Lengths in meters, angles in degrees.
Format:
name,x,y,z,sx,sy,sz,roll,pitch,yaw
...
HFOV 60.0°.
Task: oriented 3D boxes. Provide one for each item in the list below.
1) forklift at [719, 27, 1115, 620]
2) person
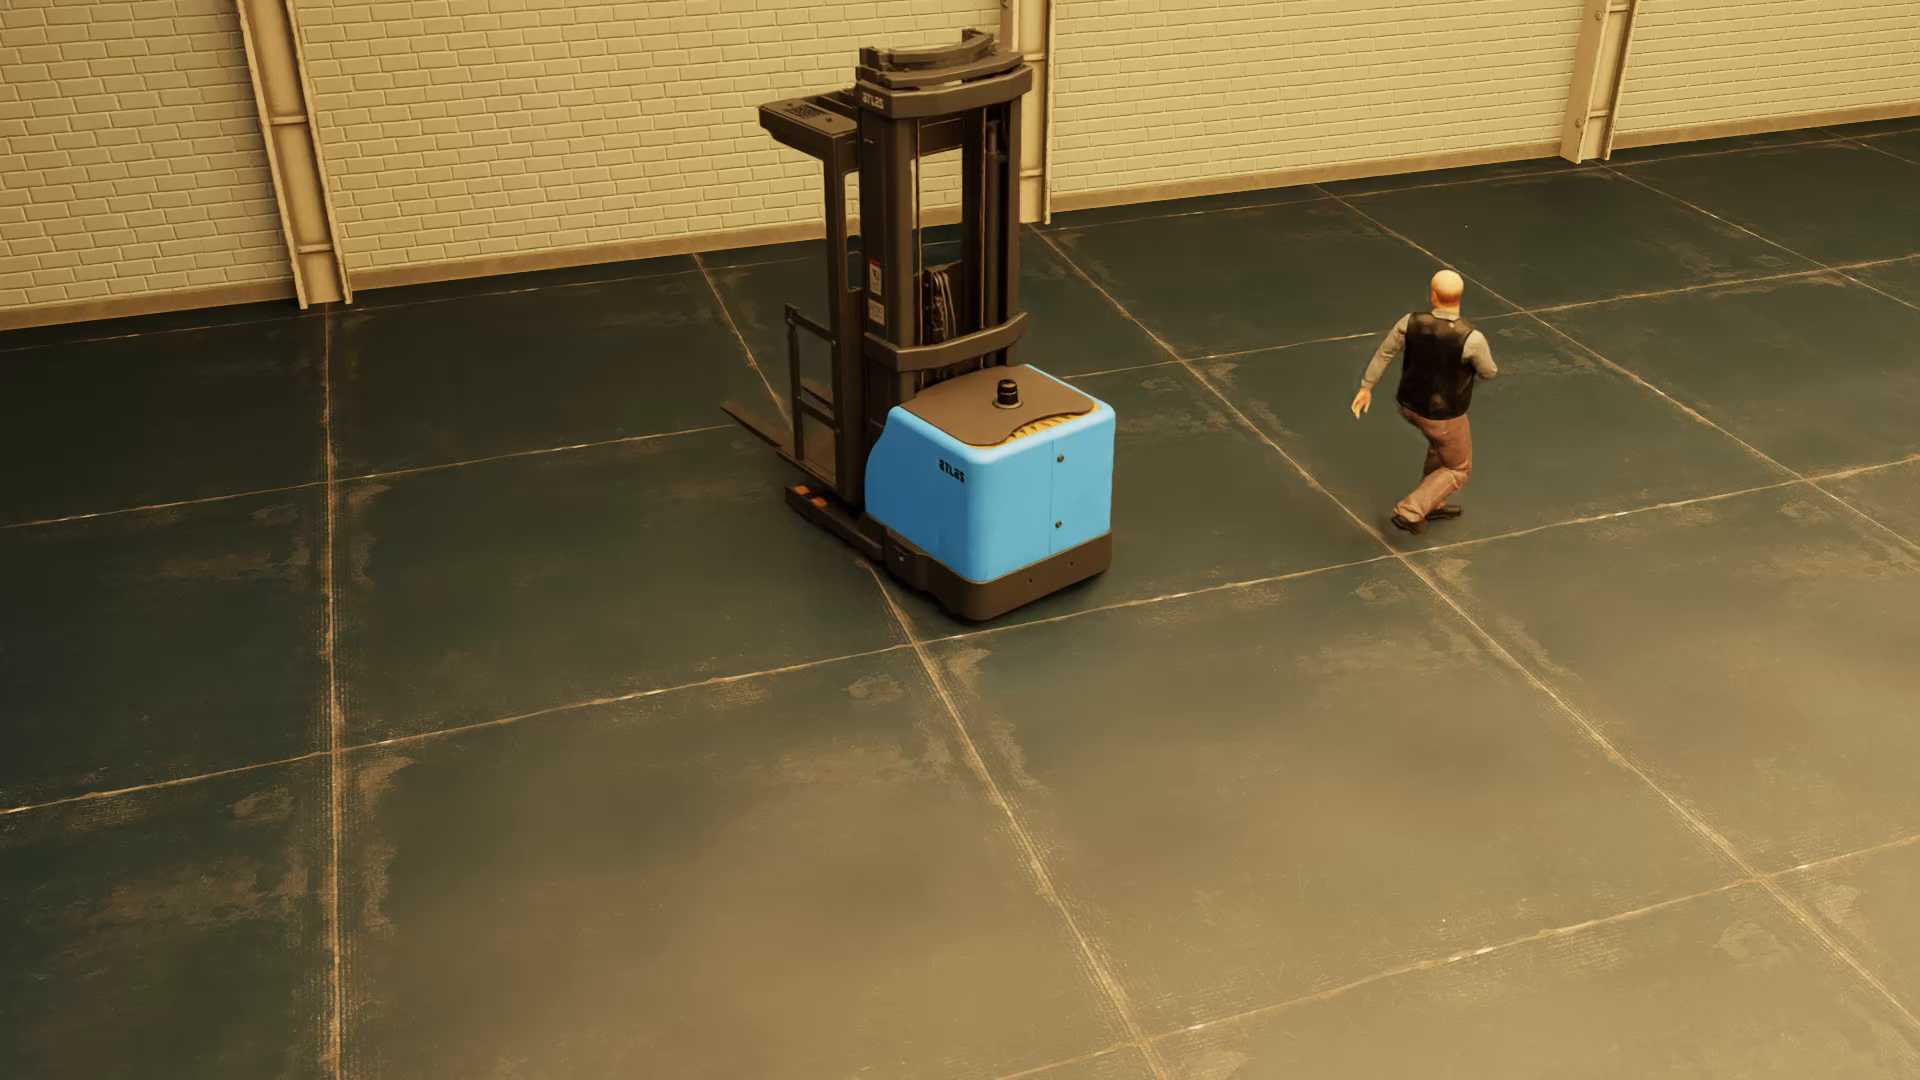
name,x,y,z,sx,sy,sz,roll,pitch,yaw
forklift,-0.427,-1.501,9.697,1.130,2.935,3.031,-21,36,-32
person,2.776,-0.803,9.789,0.760,1.648,0.601,-16,34,-26
